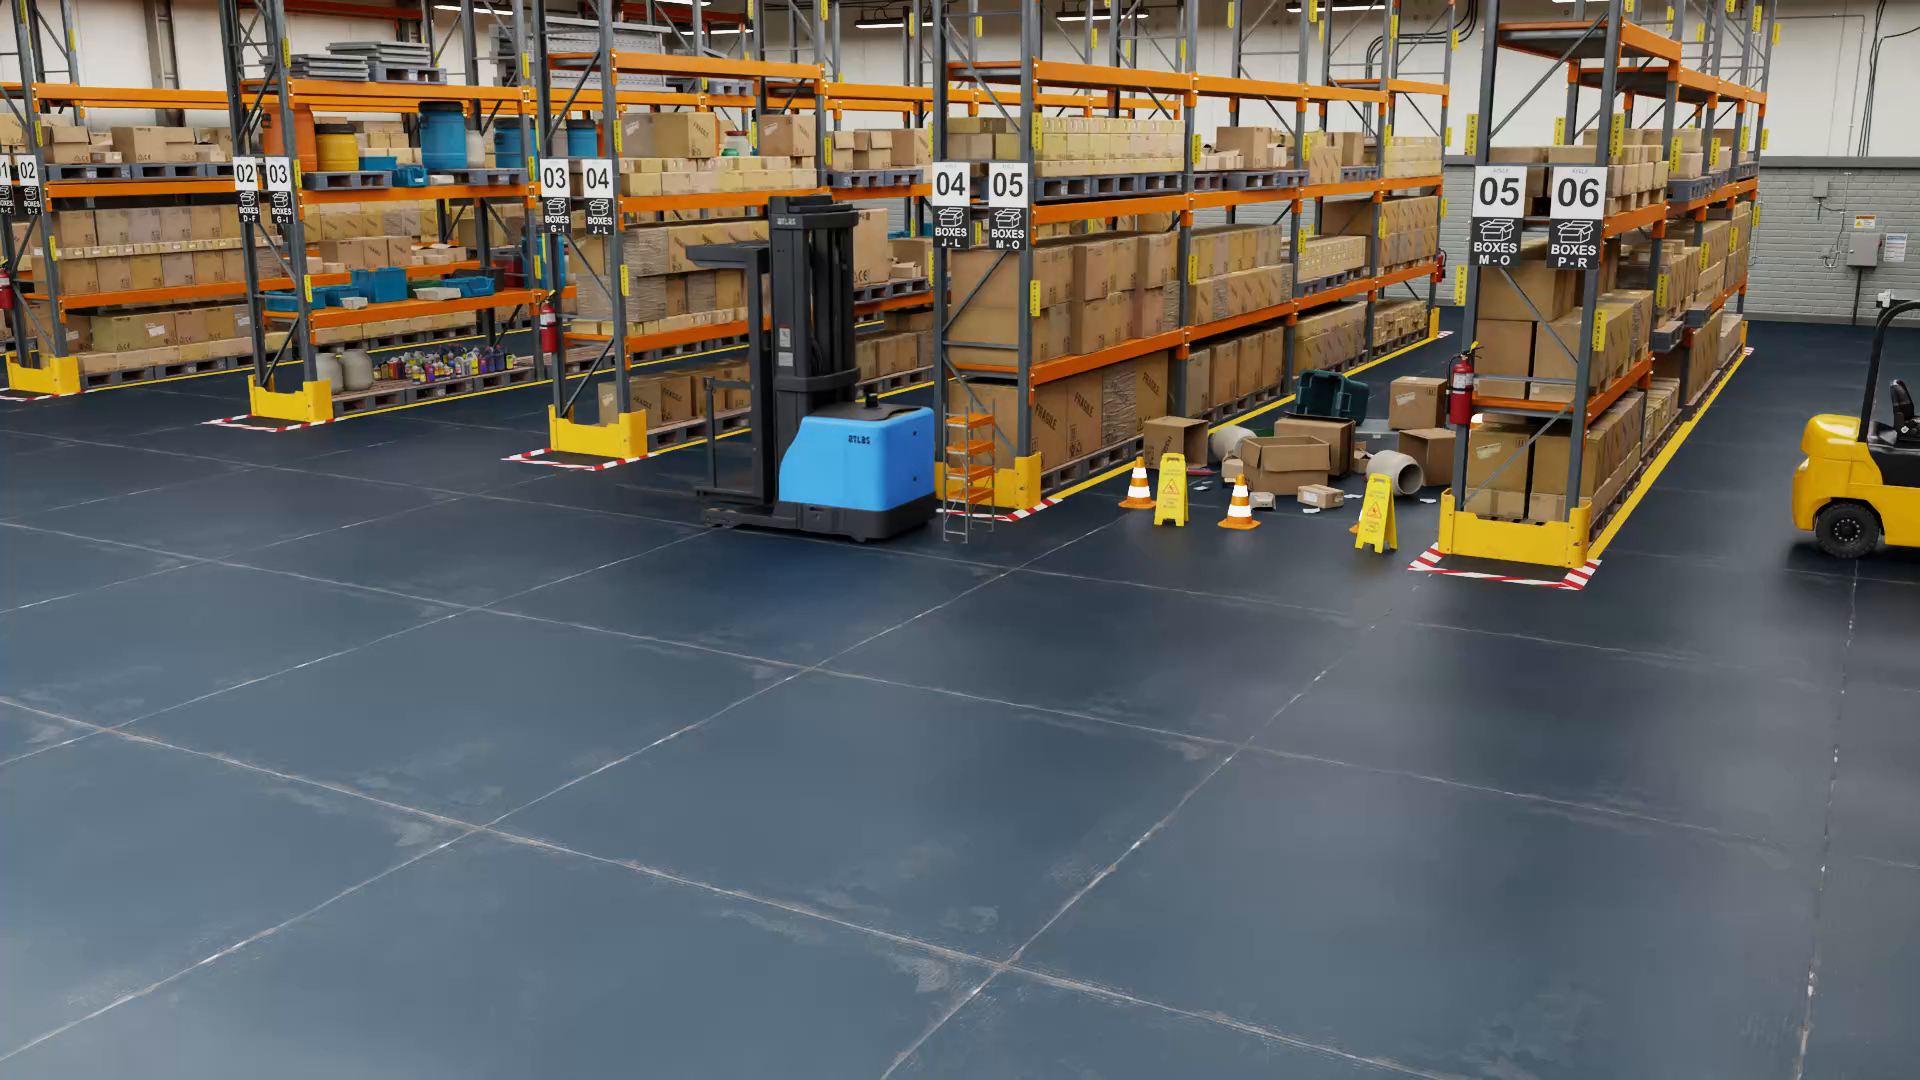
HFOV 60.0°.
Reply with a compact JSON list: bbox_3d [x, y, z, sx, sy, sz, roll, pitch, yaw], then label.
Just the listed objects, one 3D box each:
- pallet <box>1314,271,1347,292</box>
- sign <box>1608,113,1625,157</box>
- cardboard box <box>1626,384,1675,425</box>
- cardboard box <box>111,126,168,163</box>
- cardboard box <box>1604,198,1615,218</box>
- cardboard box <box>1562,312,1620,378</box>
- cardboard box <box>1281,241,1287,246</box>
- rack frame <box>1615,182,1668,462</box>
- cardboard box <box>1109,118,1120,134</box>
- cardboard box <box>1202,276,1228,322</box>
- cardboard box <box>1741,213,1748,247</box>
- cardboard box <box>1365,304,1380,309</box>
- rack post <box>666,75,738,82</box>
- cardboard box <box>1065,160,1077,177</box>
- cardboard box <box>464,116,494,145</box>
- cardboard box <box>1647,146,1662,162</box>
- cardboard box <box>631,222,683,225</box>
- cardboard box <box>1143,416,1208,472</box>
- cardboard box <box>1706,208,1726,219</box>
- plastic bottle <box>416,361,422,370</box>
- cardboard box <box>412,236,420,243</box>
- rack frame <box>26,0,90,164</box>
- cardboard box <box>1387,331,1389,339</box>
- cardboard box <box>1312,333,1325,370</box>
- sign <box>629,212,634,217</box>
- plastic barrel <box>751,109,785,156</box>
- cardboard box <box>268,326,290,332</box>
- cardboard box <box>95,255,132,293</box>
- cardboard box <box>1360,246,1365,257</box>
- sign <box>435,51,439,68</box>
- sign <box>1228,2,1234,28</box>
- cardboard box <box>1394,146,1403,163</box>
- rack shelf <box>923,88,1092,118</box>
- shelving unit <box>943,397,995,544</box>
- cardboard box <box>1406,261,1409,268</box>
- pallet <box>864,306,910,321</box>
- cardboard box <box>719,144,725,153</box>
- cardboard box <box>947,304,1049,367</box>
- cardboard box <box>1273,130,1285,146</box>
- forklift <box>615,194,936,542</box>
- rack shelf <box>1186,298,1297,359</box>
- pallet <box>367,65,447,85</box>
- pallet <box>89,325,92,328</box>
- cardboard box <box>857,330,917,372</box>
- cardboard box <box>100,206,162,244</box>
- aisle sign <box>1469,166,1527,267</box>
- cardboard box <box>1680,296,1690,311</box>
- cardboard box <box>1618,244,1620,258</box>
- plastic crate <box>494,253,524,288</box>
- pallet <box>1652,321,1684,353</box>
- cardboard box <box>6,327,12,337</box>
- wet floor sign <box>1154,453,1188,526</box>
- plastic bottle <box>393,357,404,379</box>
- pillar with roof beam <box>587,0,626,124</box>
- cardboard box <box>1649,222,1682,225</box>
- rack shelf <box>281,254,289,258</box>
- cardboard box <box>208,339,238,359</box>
[{"bbox_3d":[5.001,-3.806,24.328,1.003,0.211,1.213,7,15,28],"label":"pallet"},{"bbox_3d":[5.070,-3.128,12.845,0.100,0.325,0.005,7,15,28],"label":"sign"},{"bbox_3d":[7.831,-1.608,19.513,0.950,0.372,0.625,7,15,27],"label":"cardboard box"},{"bbox_3d":[-11.708,-5.641,23.726,0.500,0.500,0.500,7,15,28],"label":"cardboard box"},{"bbox_3d":[5.039,-2.674,13.361,0.380,0.149,0.250,7,15,28],"label":"cardboard box"},{"bbox_3d":[5.314,-1.672,14.222,0.500,0.500,0.500,8,16,30],"label":"cardboard box"},{"bbox_3d":[4.543,-4.277,24.244,0.380,0.149,0.250,8,16,31],"label":"cardboard box"},{"bbox_3d":[6.528,-2.127,16.958,1.000,3.000,0.127,7,15,28],"label":"rack frame"},{"bbox_3d":[1.392,-4.169,16.751,0.380,0.149,0.250,8,16,29],"label":"cardboard box"},{"bbox_3d":[2.880,-2.897,19.937,0.500,0.500,0.500,8,15,28],"label":"cardboard box"},{"bbox_3d":[11.836,-4.786,25.641,0.500,0.500,0.500,7,15,28],"label":"cardboard box"},{"bbox_3d":[6.945,-3.944,28.412,0.380,0.149,0.250,8,16,30],"label":"cardboard box"},{"bbox_3d":[-4.234,-7.665,27.288,0.954,0.300,0.937,7,15,28],"label":"rack post"},{"bbox_3d":[0.903,-3.573,15.982,0.380,0.149,0.250,7,15,28],"label":"cardboard box"},{"bbox_3d":[-8.667,-7.276,29.566,0.500,0.500,0.500,7,15,28],"label":"cardboard box"},{"bbox_3d":[6.293,-3.588,15.451,0.380,0.149,0.250,8,16,30],"label":"cardboard box"},{"bbox_3d":[-3.550,-3.455,19.484,0.500,0.500,0.500,7,15,28],"label":"cardboard box"},{"bbox_3d":[2.294,-1.019,17.687,0.500,0.500,0.500,11,17,38],"label":"cardboard box"},{"bbox_3d":[10.776,-4.654,23.707,0.380,0.149,0.250,7,15,27],"label":"cardboard box"},{"bbox_3d":[-7.496,-2.377,23.027,0.097,0.201,0.097,0,14,0],"label":"plastic bottle"},{"bbox_3d":[-11.469,-6.259,34.588,0.380,0.149,0.250,8,16,30],"label":"cardboard box"},{"bbox_3d":[-15.155,-7.850,27.895,1.000,3.000,0.127,7,15,28],"label":"rack frame"},{"bbox_3d":[6.853,-3.394,27.397,0.380,0.149,0.250,7,15,26],"label":"cardboard box"},{"bbox_3d":[4.885,-2.697,23.757,0.500,0.500,0.500,8,15,29],"label":"cardboard box"},{"bbox_3d":[-6.462,-6.515,32.688,0.100,0.325,0.005,7,15,28],"label":"sign"},{"bbox_3d":[-3.306,-6.991,28.767,0.600,0.901,0.708,7,15,28],"label":"plastic barrel"},{"bbox_3d":[-10.870,-3.359,27.036,0.500,0.250,0.500,7,15,27],"label":"cardboard box"},{"bbox_3d":[-12.264,-3.804,23.698,0.700,0.500,0.500,8,16,29],"label":"cardboard box"},{"bbox_3d":[5.994,-4.431,25.520,0.380,0.149,0.250,8,16,30],"label":"cardboard box"},{"bbox_3d":[-10.807,-9.925,34.340,0.100,0.325,0.005,7,15,28],"label":"sign"},{"bbox_3d":[3.600,-6.957,22.027,0.100,0.325,0.005,7,15,28],"label":"sign"},{"bbox_3d":[6.702,-6.110,26.332,0.500,0.250,0.500,7,15,28],"label":"cardboard box"},{"bbox_3d":[0.754,-6.853,26.149,1.077,0.370,4.000,7,15,28],"label":"rack shelf"},{"bbox_3d":[0.080,-0.617,14.534,0.258,1.200,0.503,7,15,28],"label":"shelving unit"},{"bbox_3d":[7.337,-4.654,27.974,0.380,0.149,0.250,7,15,26],"label":"cardboard box"},{"bbox_3d":[-1.705,-4.504,32.764,1.003,0.211,1.213,7,15,28],"label":"pallet"},{"bbox_3d":[-5.282,-8.227,35.110,0.500,0.250,0.500,7,15,28],"label":"cardboard box"},{"bbox_3d":[0.352,-2.001,16.113,0.875,0.550,0.550,7,15,28],"label":"cardboard box"},{"bbox_3d":[4.283,-5.586,23.059,0.396,0.266,0.258,7,15,28],"label":"cardboard box"},{"bbox_3d":[-1.765,-1.628,15.034,3.031,2.935,1.130,7,15,26],"label":"forklift"},{"bbox_3d":[3.113,-2.728,20.984,1.077,0.370,4.000,7,15,28],"label":"rack shelf"},{"bbox_3d":[-7.445,-6.018,21.552,1.003,0.211,1.213,7,15,28],"label":"pallet"},{"bbox_3d":[-14.780,-3.738,29.589,1.003,0.211,1.213,7,15,28],"label":"pallet"},{"bbox_3d":[-1.044,-2.697,23.717,0.700,0.500,0.500,9,16,33],"label":"cardboard box"},{"bbox_3d":[-11.996,-4.549,24.022,0.700,0.500,0.500,7,15,28],"label":"cardboard box"},{"bbox_3d":[4.311,-2.591,13.332,0.394,0.787,0.004,7,15,28],"label":"aisle sign"},{"bbox_3d":[8.111,-2.707,19.003,0.380,0.149,0.250,8,16,29],"label":"cardboard box"},{"bbox_3d":[6.876,-3.103,17.877,0.380,0.149,0.250,7,15,26],"label":"cardboard box"},{"bbox_3d":[-6.516,-3.976,24.491,0.402,0.464,0.583,7,15,28],"label":"plastic crate"},{"bbox_3d":[7.025,-2.174,17.562,1.003,0.211,1.213,7,15,28],"label":"pallet"},{"bbox_3d":[-15.946,-3.436,27.529,0.380,0.149,0.250,6,15,24],"label":"cardboard box"},{"bbox_3d":[1.932,-0.472,15.115,0.267,0.644,0.232,5,14,18],"label":"wet floor sign"},{"bbox_3d":[-7.673,-2.347,22.726,0.061,0.283,0.133,7,15,28],"label":"plastic bottle"},{"bbox_3d":[-5.037,-10.476,38.789,9.100,9.000,0.548,7,15,28],"label":"pillar with roof beam"},{"bbox_3d":[9.465,-4.036,22.526,0.500,0.500,0.500,7,15,27],"label":"cardboard box"},{"bbox_3d":[-14.188,-4.994,30.385,1.077,0.370,4.000,7,15,28],"label":"rack shelf"},{"bbox_3d":[-11.329,-2.915,25.196,0.500,0.250,0.500,7,15,28],"label":"cardboard box"}]
